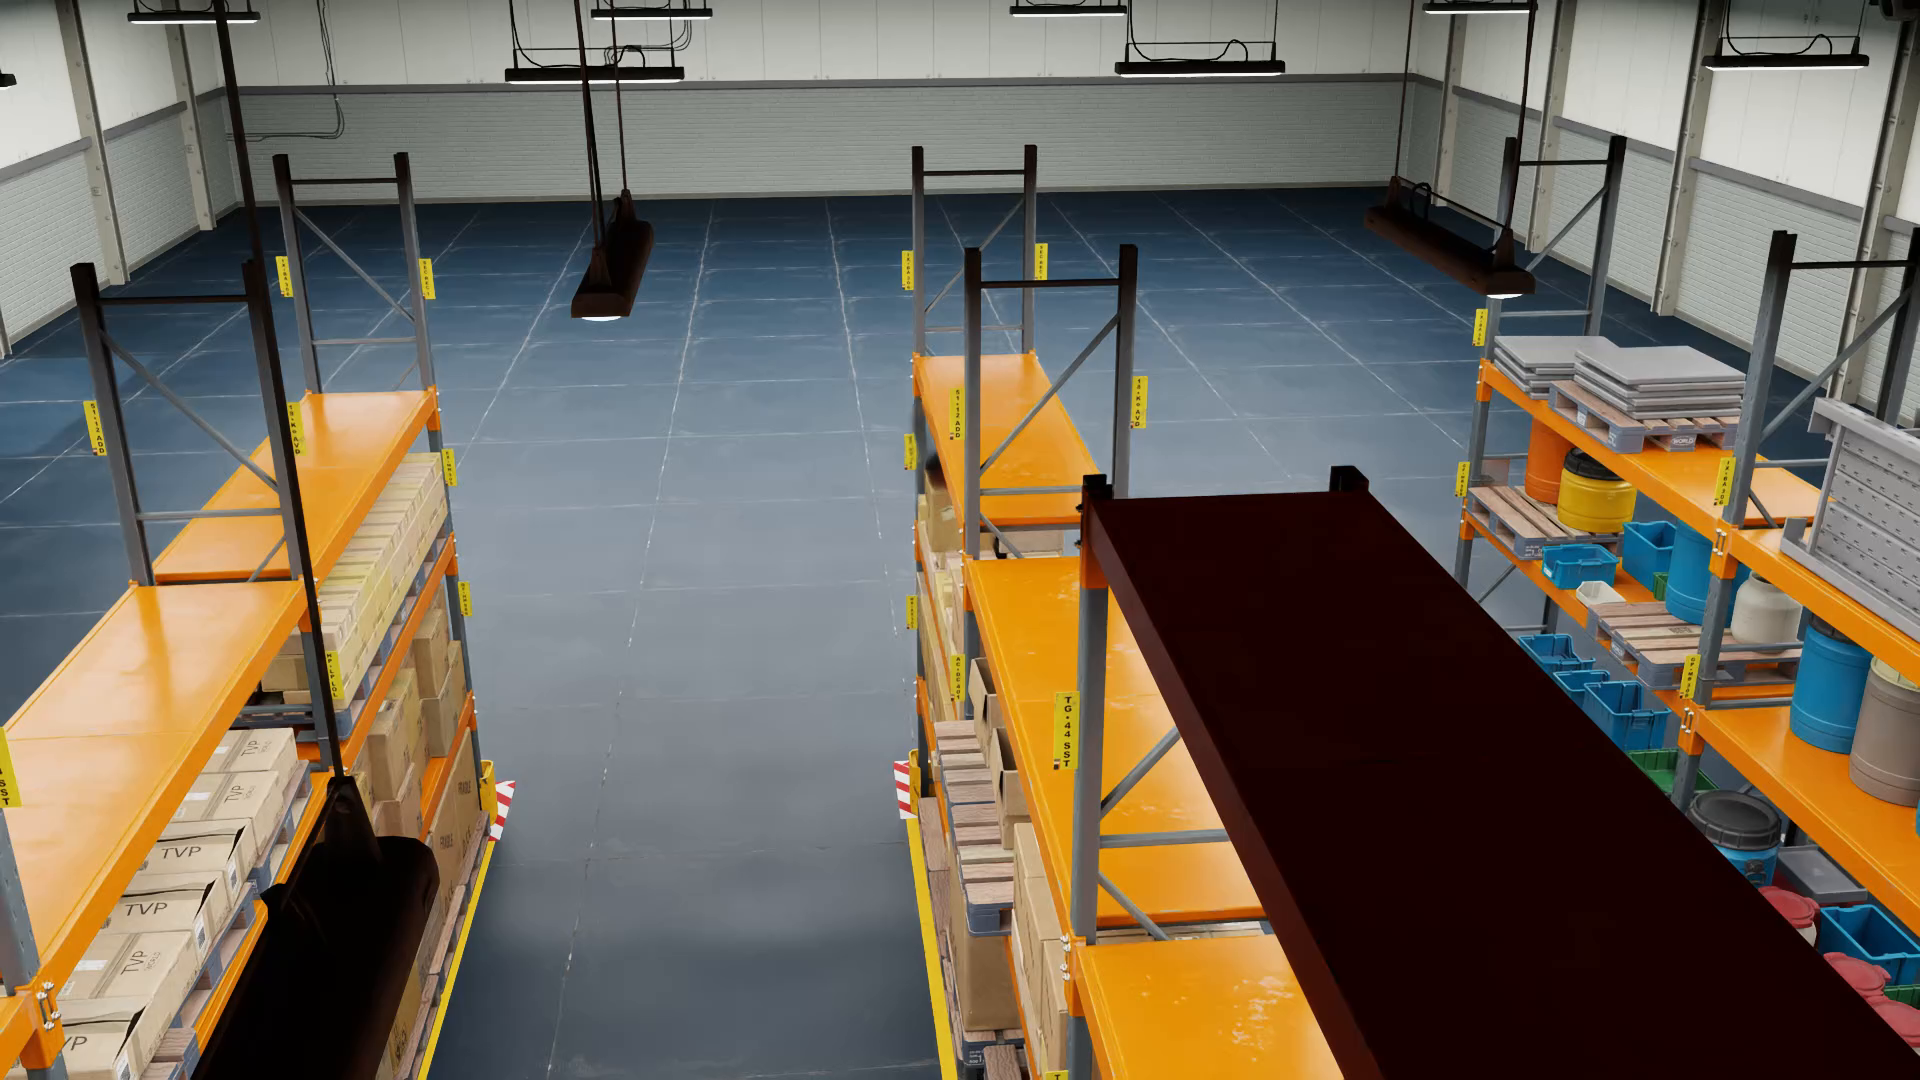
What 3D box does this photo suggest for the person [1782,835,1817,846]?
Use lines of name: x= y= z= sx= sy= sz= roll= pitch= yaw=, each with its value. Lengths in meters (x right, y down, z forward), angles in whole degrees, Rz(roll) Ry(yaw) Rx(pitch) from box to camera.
person: x=7.616 y=2.069 z=14.285 sx=0.401 sy=1.548 sz=0.805 roll=-12 pitch=24 yaw=-27
